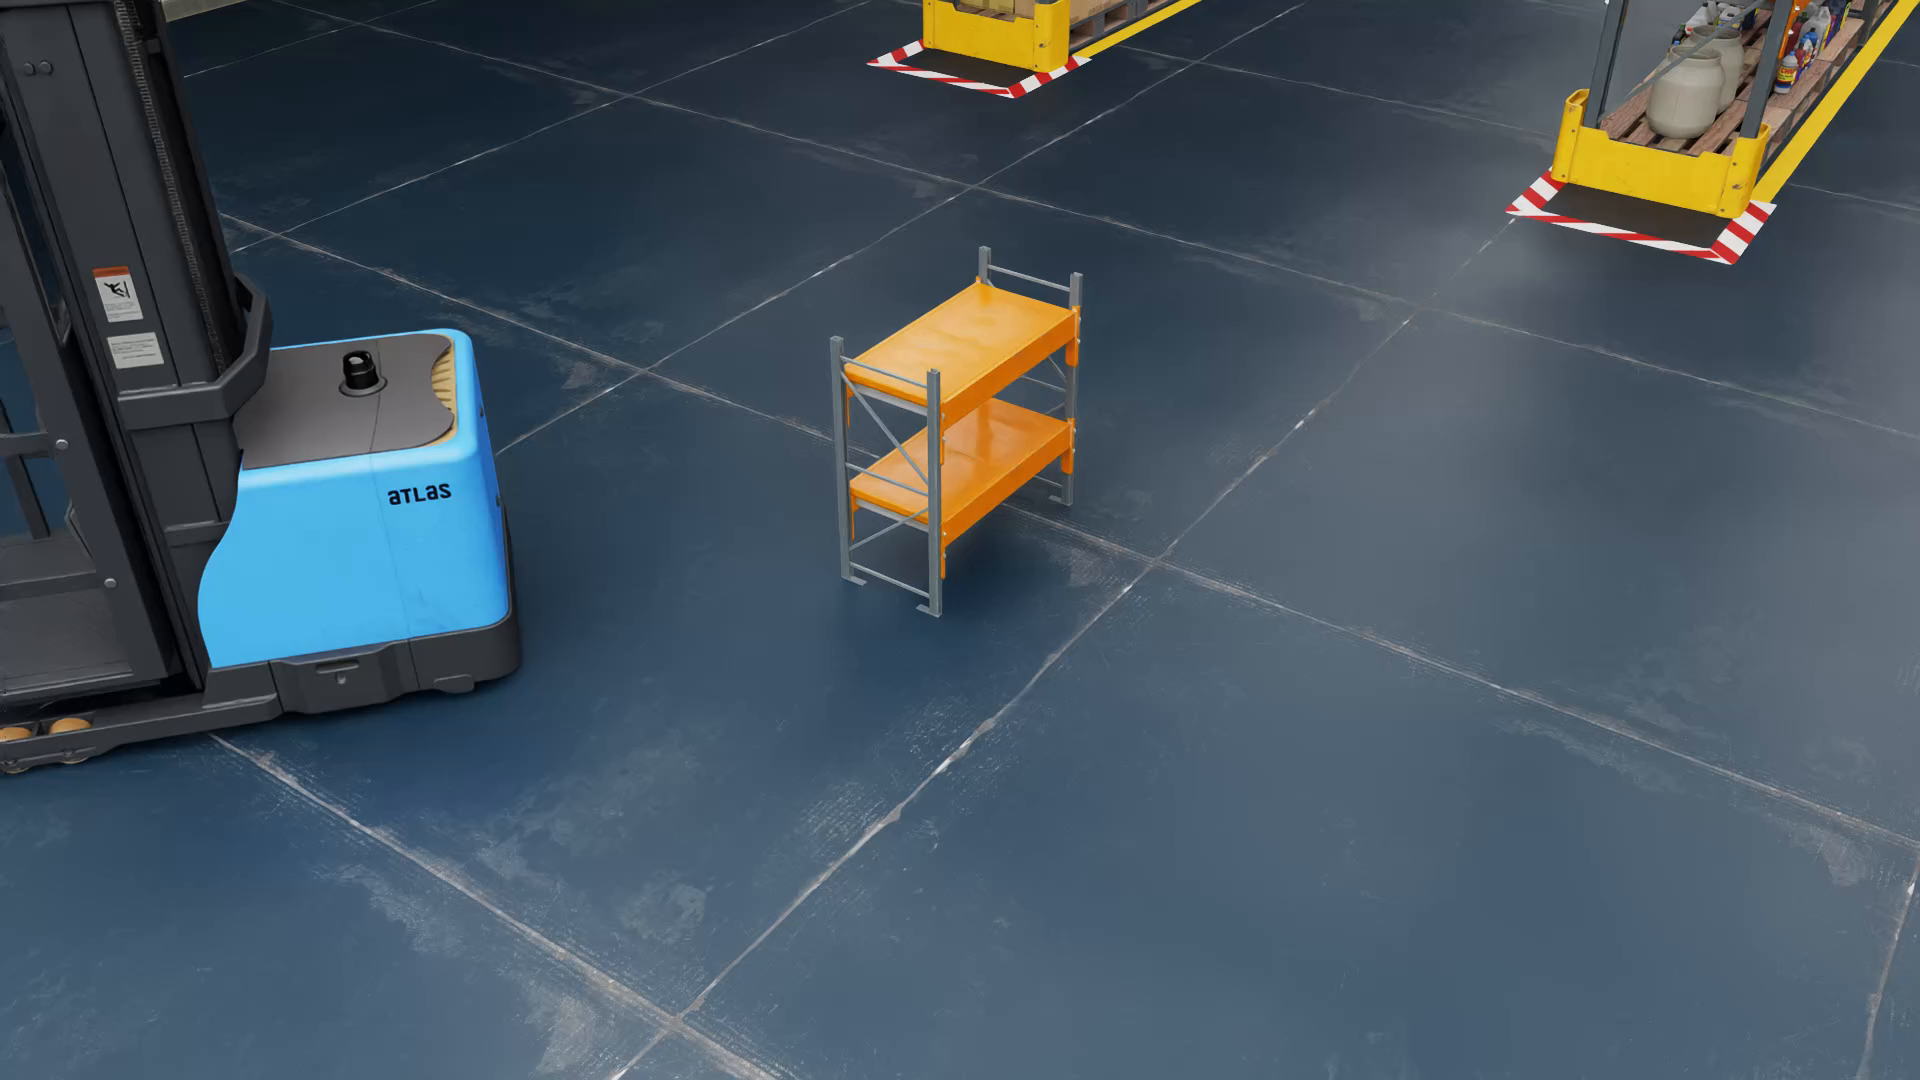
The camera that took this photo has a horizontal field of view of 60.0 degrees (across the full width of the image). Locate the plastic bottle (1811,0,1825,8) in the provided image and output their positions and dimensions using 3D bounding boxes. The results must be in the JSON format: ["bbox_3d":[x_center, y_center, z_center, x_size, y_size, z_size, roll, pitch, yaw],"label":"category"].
[{"bbox_3d":[6.379,-3.990,12.444,0.144,0.351,0.185,21,39,28],"label":"plastic bottle"}]

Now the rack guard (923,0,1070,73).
[{"bbox_3d":[0.267,-3.944,12.635,1.175,0.500,0.348,21,39,28],"label":"rack guard"}]

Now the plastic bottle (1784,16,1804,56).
[{"bbox_3d":[6.020,-3.639,11.985,0.061,0.283,0.133,21,39,28],"label":"plastic bottle"}]

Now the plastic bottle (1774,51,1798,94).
[{"bbox_3d":[5.637,-3.193,11.337,0.097,0.271,0.097,0,34,0],"label":"plastic bottle"}]

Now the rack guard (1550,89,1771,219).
[{"bbox_3d":[4.352,-2.421,10.383,1.175,0.500,0.348,21,39,28],"label":"rack guard"}]

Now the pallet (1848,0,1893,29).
[{"bbox_3d":[7.044,-4.466,13.665,1.003,0.211,1.213,21,39,28],"label":"pallet"}]

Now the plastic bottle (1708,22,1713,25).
[{"bbox_3d":[5.288,-3.522,11.813,0.061,0.283,0.133,21,39,28],"label":"plastic bottle"}]

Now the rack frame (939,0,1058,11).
[{"bbox_3d":[0.280,-4.990,11.951,1.000,3.000,0.127,21,39,28],"label":"rack frame"}]

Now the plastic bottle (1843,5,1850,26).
[{"bbox_3d":[6.677,-4.004,12.598,0.097,0.201,0.097,0,34,0],"label":"plastic bottle"}]

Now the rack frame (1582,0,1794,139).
[{"bbox_3d":[4.347,-3.406,9.609,1.000,3.000,0.127,21,39,28],"label":"rack frame"}]

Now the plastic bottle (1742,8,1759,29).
[{"bbox_3d":[5.945,-4.047,12.529,0.144,0.351,0.185,21,39,28],"label":"plastic bottle"}]

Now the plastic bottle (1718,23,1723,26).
[{"bbox_3d":[5.495,-3.645,12.067,0.097,0.201,0.097,0,34,0],"label":"plastic bottle"}]

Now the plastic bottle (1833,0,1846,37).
[{"bbox_3d":[6.498,-3.944,12.376,0.144,0.351,0.185,20,39,27],"label":"plastic bottle"}]

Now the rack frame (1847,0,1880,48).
[{"bbox_3d":[6.628,-5.247,12.331,1.000,3.000,0.127,21,39,28],"label":"rack frame"}]

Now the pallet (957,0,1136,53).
[{"bbox_3d":[0.682,-4.200,13.273,1.003,0.211,1.213,21,39,28],"label":"pallet"}]

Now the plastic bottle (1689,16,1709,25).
[{"bbox_3d":[5.280,-3.617,11.959,0.152,0.276,0.135,20,39,27],"label":"plastic bottle"}]

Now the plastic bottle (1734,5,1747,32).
[{"bbox_3d":[5.843,-3.955,12.463,0.097,0.271,0.097,0,34,0],"label":"plastic bottle"}]

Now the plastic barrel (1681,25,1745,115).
[{"bbox_3d":[4.946,-3.108,11.014,0.421,0.512,0.421,0,34,0],"label":"plastic barrel"}]

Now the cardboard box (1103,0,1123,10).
[{"bbox_3d":[1.051,-4.432,13.206,0.500,0.250,0.500,21,39,28],"label":"cardboard box"}]

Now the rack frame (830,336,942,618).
[{"bbox_3d":[-0.286,-0.235,6.594,0.500,1.125,0.032,21,39,28],"label":"rack frame"}]

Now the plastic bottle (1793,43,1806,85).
[{"bbox_3d":[5.781,-3.297,11.479,0.061,0.283,0.133,22,40,29],"label":"plastic bottle"}]

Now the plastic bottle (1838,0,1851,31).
[{"bbox_3d":[6.625,-3.977,12.486,0.061,0.283,0.133,23,41,30],"label":"plastic bottle"}]

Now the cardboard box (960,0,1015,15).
[{"bbox_3d":[0.343,-4.366,13.109,0.500,0.250,0.500,21,39,28],"label":"cardboard box"}]

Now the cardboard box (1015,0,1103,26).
[{"bbox_3d":[0.769,-4.201,12.864,0.500,0.250,0.500,21,39,28],"label":"cardboard box"}]

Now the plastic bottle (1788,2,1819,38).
[{"bbox_3d":[6.252,-3.860,12.319,0.152,0.276,0.135,21,39,28],"label":"plastic bottle"}]

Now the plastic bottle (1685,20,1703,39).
[{"bbox_3d":[5.201,-3.553,11.864,0.152,0.276,0.135,22,40,29],"label":"plastic bottle"}]

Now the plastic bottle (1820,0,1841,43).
[{"bbox_3d":[6.388,-3.855,12.245,0.144,0.351,0.185,19,39,26],"label":"plastic bottle"}]

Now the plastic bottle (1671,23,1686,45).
[{"bbox_3d":[5.086,-3.508,11.792,0.061,0.283,0.133,22,40,29],"label":"plastic bottle"}]

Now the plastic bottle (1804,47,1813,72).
[{"bbox_3d":[5.946,-3.414,11.725,0.097,0.201,0.097,0,34,0],"label":"plastic bottle"}]

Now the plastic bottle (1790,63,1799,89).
[{"bbox_3d":[5.696,-3.212,11.427,0.097,0.201,0.097,0,34,0],"label":"plastic bottle"}]

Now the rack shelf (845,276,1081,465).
[{"bbox_3d":[0.004,-0.712,6.776,0.538,0.278,1.000,21,39,28],"label":"rack shelf"}]

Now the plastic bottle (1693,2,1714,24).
[{"bbox_3d":[5.371,-3.725,12.053,0.144,0.351,0.185,23,40,30],"label":"plastic bottle"}]

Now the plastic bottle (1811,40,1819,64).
[{"bbox_3d":[6.063,-3.508,11.865,0.097,0.201,0.097,0,34,0],"label":"plastic bottle"}]

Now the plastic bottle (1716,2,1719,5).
[{"bbox_3d":[5.591,-3.916,12.395,0.061,0.283,0.133,23,40,30],"label":"plastic bottle"}]

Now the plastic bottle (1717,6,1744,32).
[{"bbox_3d":[5.613,-3.744,12.147,0.152,0.276,0.135,21,39,28],"label":"plastic bottle"}]

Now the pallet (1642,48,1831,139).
[{"bbox_3d":[5.516,-3.232,11.841,1.003,0.211,1.213,21,39,28],"label":"pallet"}]

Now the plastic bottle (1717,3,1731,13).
[{"bbox_3d":[5.666,-3.894,12.373,0.097,0.271,0.097,0,34,0],"label":"plastic bottle"}]

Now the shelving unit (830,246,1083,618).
[{"bbox_3d":[0.004,-0.469,6.939,0.538,1.125,1.048,21,39,28],"label":"shelving unit"}]

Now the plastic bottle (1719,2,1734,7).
[{"bbox_3d":[5.719,-4.006,12.468,0.144,0.351,0.185,20,39,26],"label":"plastic bottle"}]

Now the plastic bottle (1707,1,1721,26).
[{"bbox_3d":[5.477,-3.811,12.179,0.144,0.351,0.185,21,39,28],"label":"plastic bottle"}]

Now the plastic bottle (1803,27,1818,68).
[{"bbox_3d":[6.005,-3.490,11.776,0.097,0.271,0.097,0,34,0],"label":"plastic bottle"}]

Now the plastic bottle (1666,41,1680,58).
[{"bbox_3d":[5.034,-3.415,11.727,0.097,0.201,0.097,0,34,0],"label":"plastic bottle"}]

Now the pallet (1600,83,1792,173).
[{"bbox_3d":[4.820,-2.673,11.015,1.003,0.211,1.213,21,39,28],"label":"pallet"}]

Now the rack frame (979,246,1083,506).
[{"bbox_3d":[0.294,-0.703,7.285,0.500,1.125,0.032,21,39,28],"label":"rack frame"}]

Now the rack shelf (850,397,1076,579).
[{"bbox_3d":[0.004,-0.267,7.076,0.538,0.278,1.000,21,39,28],"label":"rack shelf"}]

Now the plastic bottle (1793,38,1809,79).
[{"bbox_3d":[5.833,-3.351,11.570,0.097,0.271,0.097,0,34,0],"label":"plastic bottle"}]

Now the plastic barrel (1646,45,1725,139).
[{"bbox_3d":[4.660,-2.877,10.673,0.421,0.512,0.421,0,34,0],"label":"plastic barrel"}]

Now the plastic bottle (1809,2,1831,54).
[{"bbox_3d":[6.204,-3.707,12.025,0.144,0.351,0.185,21,39,28],"label":"plastic bottle"}]

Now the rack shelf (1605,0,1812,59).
[{"bbox_3d":[5.488,-4.029,11.172,1.077,0.370,4.000,21,39,28],"label":"rack shelf"}]

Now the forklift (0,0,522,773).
[{"bbox_3d":[-3.272,-0.702,5.672,3.031,2.935,1.130,-9,35,-13],"label":"forklift"}]

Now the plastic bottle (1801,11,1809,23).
[{"bbox_3d":[6.105,-3.700,12.075,0.061,0.283,0.133,21,39,28],"label":"plastic bottle"}]

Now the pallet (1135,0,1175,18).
[{"bbox_3d":[1.378,-4.760,14.100,1.003,0.211,1.213,21,39,28],"label":"pallet"}]

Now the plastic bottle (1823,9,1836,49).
[{"bbox_3d":[6.330,-3.739,12.134,0.061,0.283,0.133,24,41,31],"label":"plastic bottle"}]

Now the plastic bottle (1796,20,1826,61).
[{"bbox_3d":[6.108,-3.602,11.938,0.152,0.276,0.135,22,40,29],"label":"plastic bottle"}]

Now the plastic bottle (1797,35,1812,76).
[{"bbox_3d":[5.890,-3.397,11.638,0.097,0.271,0.097,0,34,0],"label":"plastic bottle"}]

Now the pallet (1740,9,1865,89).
[{"bbox_3d":[6.211,-3.796,12.675,1.003,0.211,1.213,21,39,28],"label":"pallet"}]
